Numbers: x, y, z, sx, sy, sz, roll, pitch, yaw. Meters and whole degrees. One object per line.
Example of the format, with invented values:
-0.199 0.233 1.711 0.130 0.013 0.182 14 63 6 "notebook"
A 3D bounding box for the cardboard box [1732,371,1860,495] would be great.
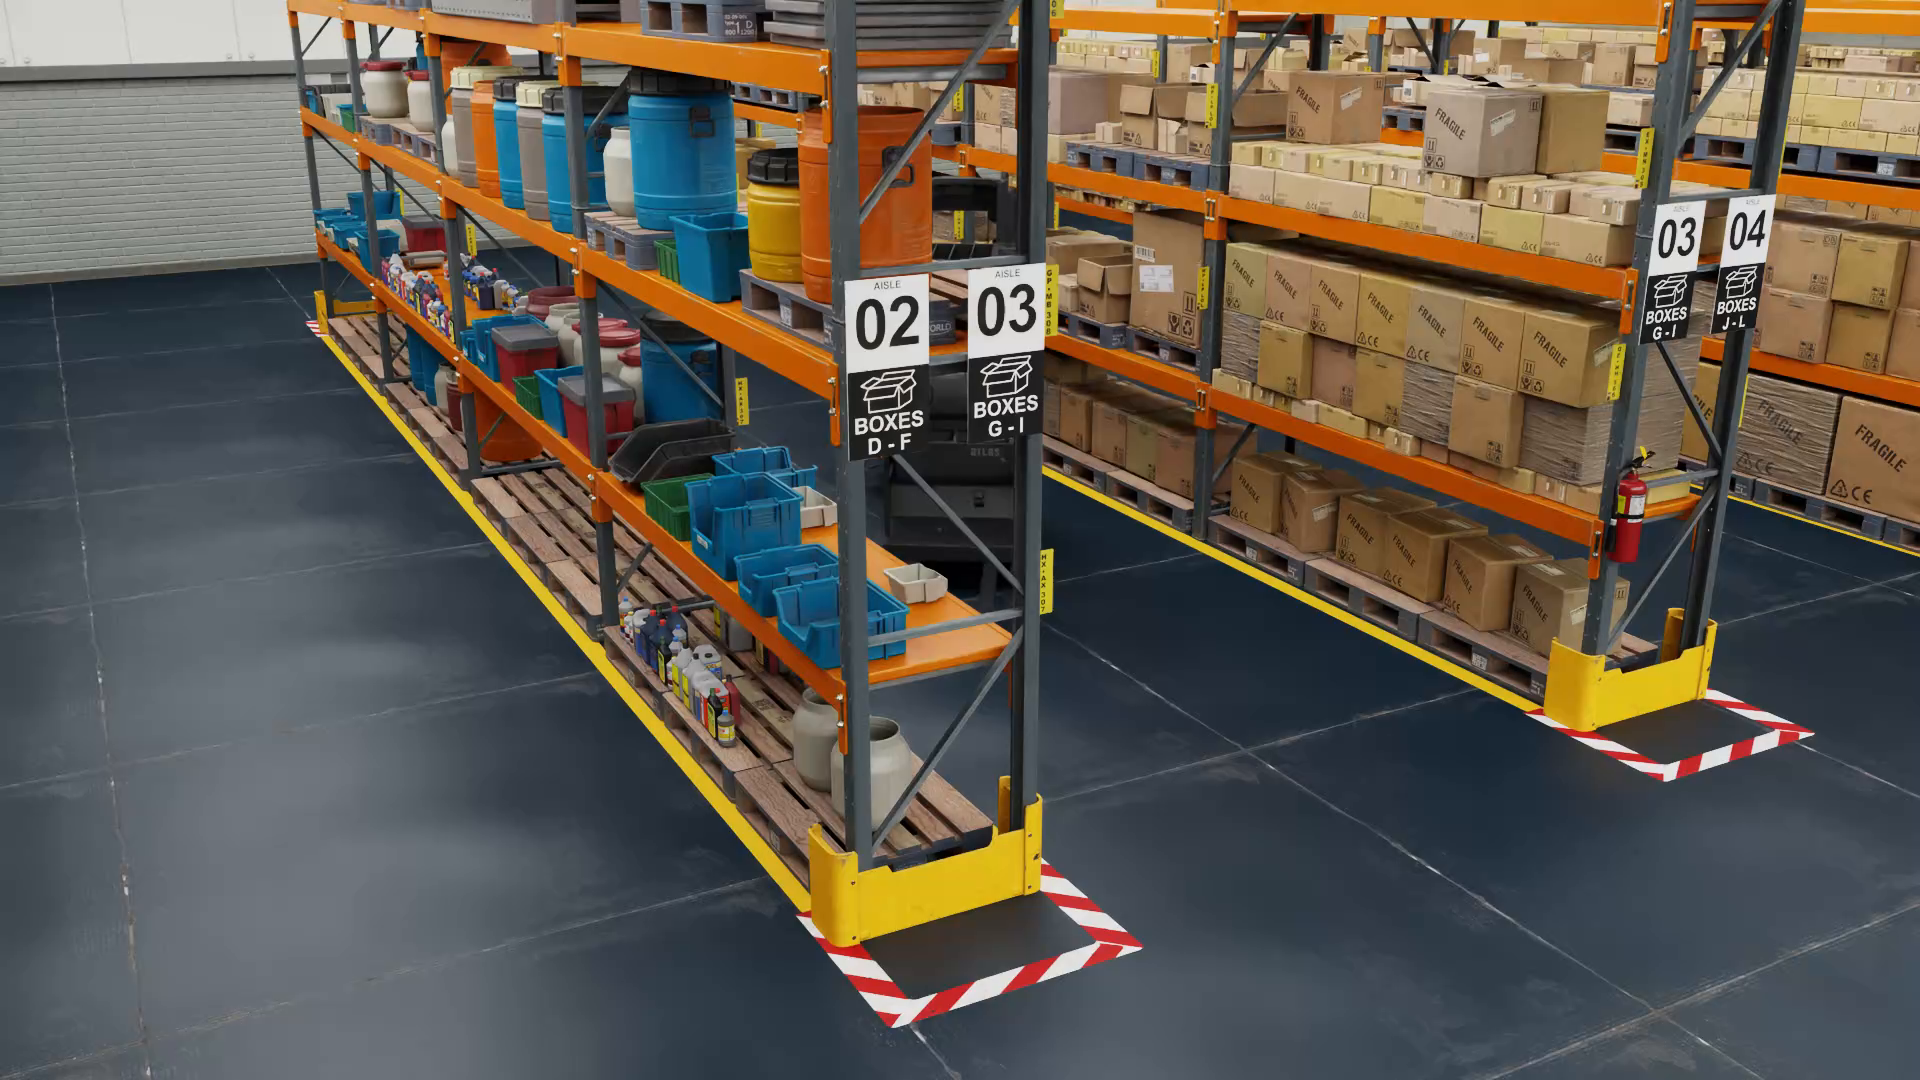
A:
7.458 -0.982 14.491 0.875 0.875 0.875 -10 21 -26 "cardboard box"

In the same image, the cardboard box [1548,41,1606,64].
8.106 -6.306 21.911 0.500 0.500 0.500 -10 21 -26 "cardboard box"

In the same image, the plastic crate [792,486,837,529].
-0.988 -0.179 9.956 0.530 0.136 0.437 -10 21 -27 "plastic crate"

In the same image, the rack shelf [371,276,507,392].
-4.832 -2.113 16.259 1.077 0.370 4.000 -10 21 -27 "rack shelf"

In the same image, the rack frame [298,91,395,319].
-7.681 -4.175 21.133 1.000 3.000 0.127 -10 21 -27 "rack frame"

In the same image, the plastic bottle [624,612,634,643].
-2.169 0.573 10.988 0.097 0.201 0.097 0 19 0 "plastic bottle"

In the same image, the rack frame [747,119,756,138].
-3.322 -4.942 23.356 1.000 3.000 0.127 -10 21 -27 "rack frame"

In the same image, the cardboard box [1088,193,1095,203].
2.027 -4.836 23.433 0.380 0.149 0.250 -10 22 -27 "cardboard box"

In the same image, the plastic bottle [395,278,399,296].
-5.646 -2.571 16.787 0.097 0.201 0.097 0 19 0 "plastic bottle"

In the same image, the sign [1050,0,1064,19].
0.403 -2.403 7.121 0.100 0.325 0.005 -10 21 -27 "sign"

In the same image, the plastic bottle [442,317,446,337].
-4.598 -1.937 14.951 0.097 0.201 0.097 0 19 0 "plastic bottle"

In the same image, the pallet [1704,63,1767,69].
11.914 -7.230 25.676 1.213 0.211 1.003 -10 21 -27 "pallet"

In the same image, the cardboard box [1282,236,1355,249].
2.832 -2.072 12.894 0.500 0.500 0.500 -10 21 -27 "cardboard box"

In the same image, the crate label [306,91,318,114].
-7.527 -5.208 19.755 0.408 0.251 0.502 -10 21 -27 "crate label"

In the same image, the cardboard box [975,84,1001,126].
0.474 -4.173 15.607 0.500 0.500 0.500 -10 21 -26 "cardboard box"

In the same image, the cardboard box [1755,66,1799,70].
7.244 -4.103 14.691 0.380 0.149 0.250 -10 21 -27 "cardboard box"

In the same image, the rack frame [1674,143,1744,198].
6.790 -2.237 15.516 1.000 3.000 0.127 -10 21 -27 "rack frame"

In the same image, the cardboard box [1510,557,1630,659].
3.994 0.452 10.912 0.500 0.500 0.500 -6 20 -17 "cardboard box"

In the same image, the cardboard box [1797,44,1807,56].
12.204 -7.198 24.426 0.380 0.149 0.250 -10 21 -26 "cardboard box"

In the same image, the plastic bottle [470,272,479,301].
-4.824 -2.524 16.544 0.097 0.271 0.097 0 19 0 "plastic bottle"

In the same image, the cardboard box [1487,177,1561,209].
3.483 -2.139 10.252 0.380 0.149 0.250 -10 21 -26 "cardboard box"

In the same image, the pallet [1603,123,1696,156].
6.311 -3.820 15.798 0.805 0.209 1.217 -11 22 -29 "pallet"

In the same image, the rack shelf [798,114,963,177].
-0.473 -4.298 17.993 1.077 0.370 4.000 -10 21 -27 "rack shelf"

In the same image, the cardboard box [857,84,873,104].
-0.981 -5.040 18.532 0.500 0.311 0.500 -11 22 -29 "cardboard box"

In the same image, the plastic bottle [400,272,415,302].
-5.457 -2.511 16.499 0.152 0.276 0.135 -10 21 -27 "plastic bottle"

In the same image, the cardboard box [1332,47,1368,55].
4.540 -5.586 19.296 0.396 0.266 0.258 -10 21 -27 "cardboard box"

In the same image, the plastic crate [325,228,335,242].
-7.452 -3.658 19.945 0.250 0.136 0.298 -10 21 -27 "plastic crate"

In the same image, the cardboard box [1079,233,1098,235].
1.936 -4.481 24.834 0.380 0.149 0.250 -11 22 -29 "cardboard box"

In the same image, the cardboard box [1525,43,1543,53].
9.996 -8.423 28.617 0.500 0.250 0.500 -10 21 -26 "cardboard box"

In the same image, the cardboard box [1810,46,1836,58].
12.525 -7.052 24.035 0.380 0.149 0.250 -10 21 -26 "cardboard box"

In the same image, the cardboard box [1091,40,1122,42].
2.088 -7.031 23.663 0.380 0.149 0.250 -9 21 -26 "cardboard box"

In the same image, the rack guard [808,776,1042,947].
-0.160 1.585 8.272 1.175 0.500 0.348 -10 21 -27 "rack guard"

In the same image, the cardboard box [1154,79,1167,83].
2.520 -5.980 21.993 0.500 0.250 0.500 -9 21 -25 "cardboard box"

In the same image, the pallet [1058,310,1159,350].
1.453 -1.993 15.104 1.003 0.211 1.213 -10 21 -27 "pallet"

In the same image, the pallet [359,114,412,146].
-5.323 -4.146 16.738 1.213 0.211 1.003 -10 21 -27 "pallet"

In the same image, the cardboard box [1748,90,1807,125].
7.016 -3.642 13.966 0.500 0.250 0.500 -10 21 -27 "cardboard box"

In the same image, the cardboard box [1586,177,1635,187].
4.082 -2.143 10.262 0.380 0.149 0.250 -10 22 -28 "cardboard box"

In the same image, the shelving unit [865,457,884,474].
-0.496 -0.999 14.801 0.538 1.125 1.048 -17 26 -41 "shelving unit"

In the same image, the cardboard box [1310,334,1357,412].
3.068 -1.270 12.104 0.875 0.500 0.500 -10 21 -27 "cardboard box"

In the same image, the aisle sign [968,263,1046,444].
0.209 -0.836 7.470 0.394 0.787 0.004 -10 21 -27 "aisle sign"

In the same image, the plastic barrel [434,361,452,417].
-5.012 -1.511 16.583 0.421 0.512 0.421 0 19 0 "plastic barrel"

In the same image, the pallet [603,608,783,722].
-1.700 0.787 11.027 1.003 0.211 1.213 -10 21 -27 "pallet"

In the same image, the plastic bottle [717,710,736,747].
-1.341 1.073 9.538 0.097 0.201 0.097 0 19 0 "plastic bottle"

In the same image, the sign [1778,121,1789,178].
4.753 -2.265 9.657 0.100 0.325 0.005 -10 21 -27 "sign"

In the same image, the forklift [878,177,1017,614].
-0.043 -1.159 12.498 1.130 2.935 3.031 1 19 3 "forklift"

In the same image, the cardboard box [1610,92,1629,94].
6.010 -4.150 15.894 0.500 0.250 0.500 -10 21 -27 "cardboard box"

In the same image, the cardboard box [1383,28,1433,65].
6.630 -7.424 24.994 0.797 0.503 0.637 -8 21 -22 "cardboard box"

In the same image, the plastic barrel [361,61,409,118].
-5.752 -4.518 16.675 0.433 0.535 0.433 0 19 0 "plastic barrel"

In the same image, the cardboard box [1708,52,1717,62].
11.550 -7.417 25.517 0.380 0.149 0.250 -10 21 -26 "cardboard box"

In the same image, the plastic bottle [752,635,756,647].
-1.332 0.509 10.944 0.144 0.351 0.185 -11 22 -29 "plastic bottle"

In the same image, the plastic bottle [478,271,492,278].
-4.723 -2.550 16.614 0.152 0.276 0.135 -10 21 -27 "plastic bottle"

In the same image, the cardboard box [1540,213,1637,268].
3.823 -1.796 9.868 0.500 0.250 0.500 -9 21 -25 "cardboard box"

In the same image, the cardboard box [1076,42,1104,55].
1.826 -6.790 22.963 0.380 0.149 0.250 -10 22 -28 "cardboard box"

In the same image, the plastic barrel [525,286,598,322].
-3.395 -1.857 14.205 0.600 0.536 0.708 -10 21 -27 "plastic barrel"

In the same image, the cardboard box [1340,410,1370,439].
2.938 -0.842 11.858 0.380 0.149 0.250 -10 21 -27 "cardboard box"

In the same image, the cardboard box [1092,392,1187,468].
1.628 -1.004 15.100 0.700 0.500 0.500 -12 22 -31 "cardboard box"
